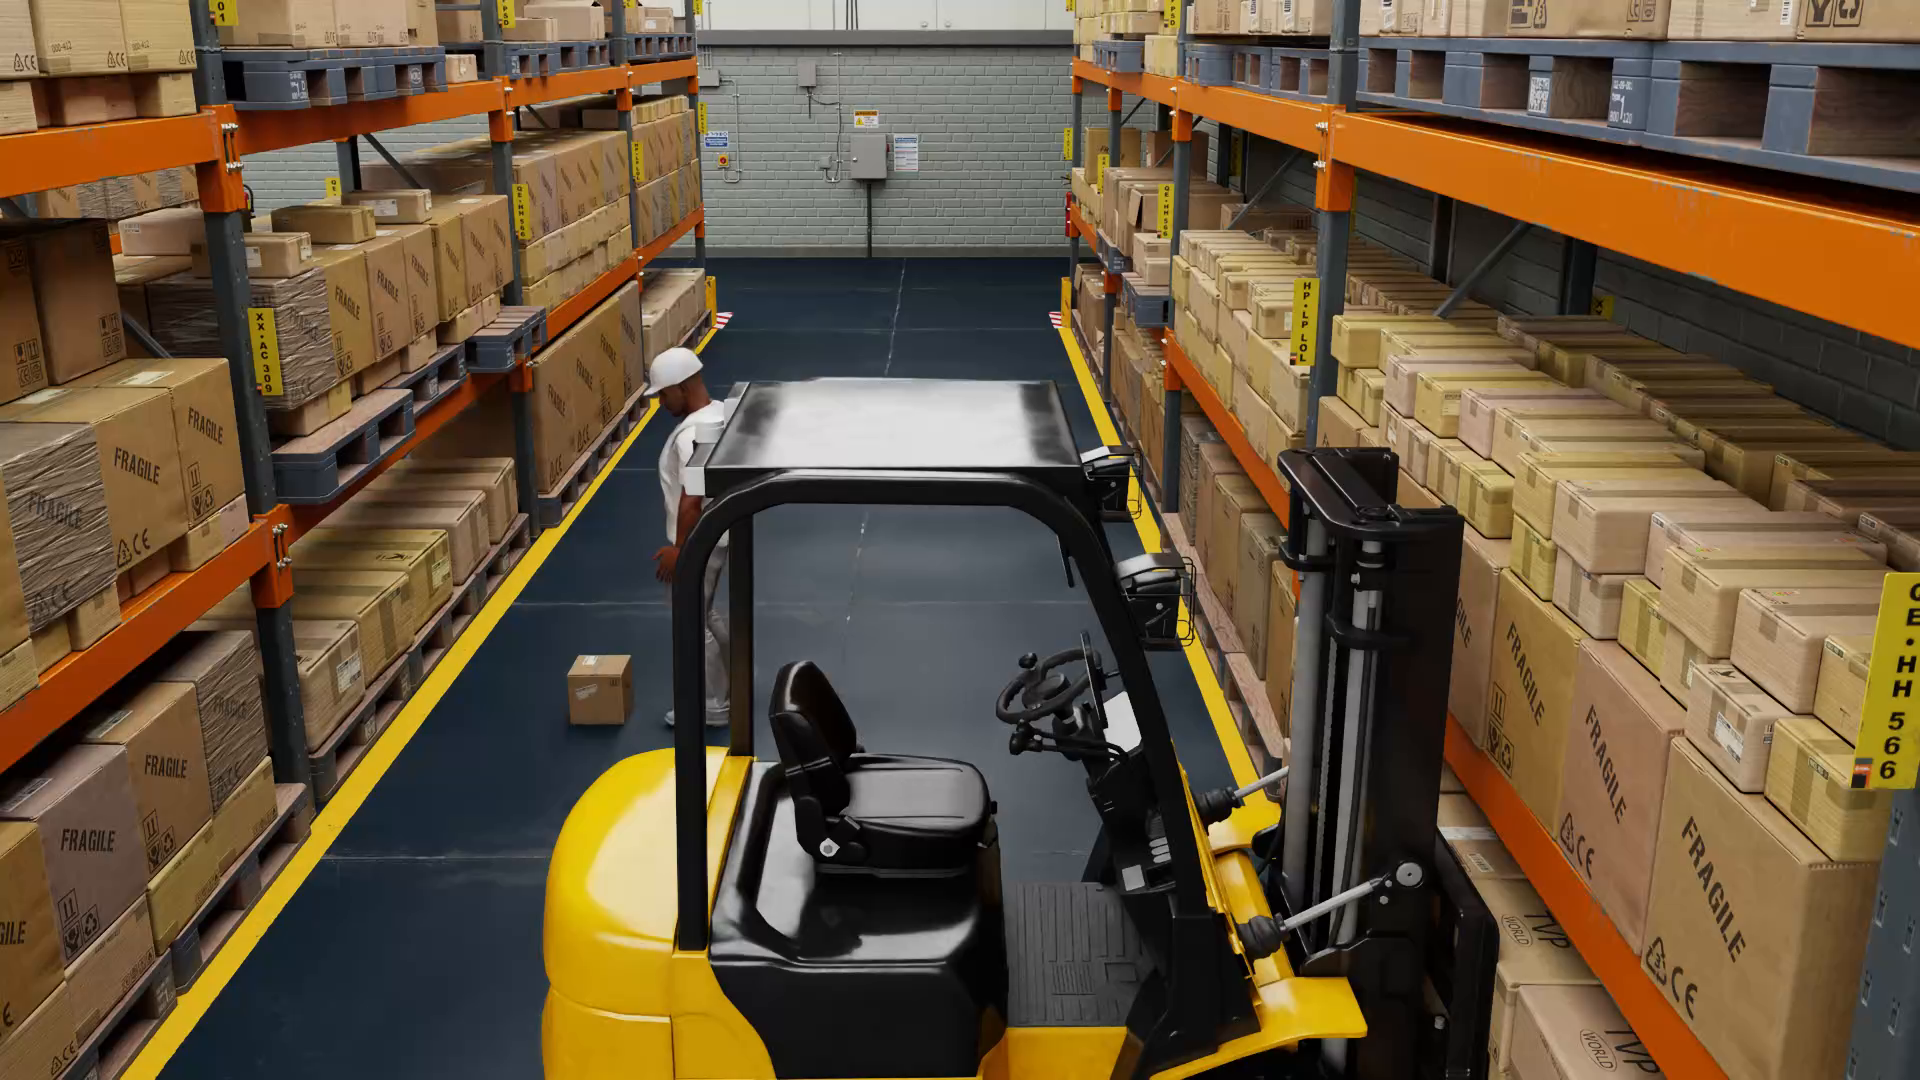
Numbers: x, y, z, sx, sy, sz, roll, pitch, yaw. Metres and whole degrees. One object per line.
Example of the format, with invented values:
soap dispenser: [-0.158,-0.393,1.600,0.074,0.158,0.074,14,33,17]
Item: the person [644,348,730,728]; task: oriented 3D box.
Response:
person: [-1.202,-0.007,7.561,0.390,1.750,0.575,0,17,0]
